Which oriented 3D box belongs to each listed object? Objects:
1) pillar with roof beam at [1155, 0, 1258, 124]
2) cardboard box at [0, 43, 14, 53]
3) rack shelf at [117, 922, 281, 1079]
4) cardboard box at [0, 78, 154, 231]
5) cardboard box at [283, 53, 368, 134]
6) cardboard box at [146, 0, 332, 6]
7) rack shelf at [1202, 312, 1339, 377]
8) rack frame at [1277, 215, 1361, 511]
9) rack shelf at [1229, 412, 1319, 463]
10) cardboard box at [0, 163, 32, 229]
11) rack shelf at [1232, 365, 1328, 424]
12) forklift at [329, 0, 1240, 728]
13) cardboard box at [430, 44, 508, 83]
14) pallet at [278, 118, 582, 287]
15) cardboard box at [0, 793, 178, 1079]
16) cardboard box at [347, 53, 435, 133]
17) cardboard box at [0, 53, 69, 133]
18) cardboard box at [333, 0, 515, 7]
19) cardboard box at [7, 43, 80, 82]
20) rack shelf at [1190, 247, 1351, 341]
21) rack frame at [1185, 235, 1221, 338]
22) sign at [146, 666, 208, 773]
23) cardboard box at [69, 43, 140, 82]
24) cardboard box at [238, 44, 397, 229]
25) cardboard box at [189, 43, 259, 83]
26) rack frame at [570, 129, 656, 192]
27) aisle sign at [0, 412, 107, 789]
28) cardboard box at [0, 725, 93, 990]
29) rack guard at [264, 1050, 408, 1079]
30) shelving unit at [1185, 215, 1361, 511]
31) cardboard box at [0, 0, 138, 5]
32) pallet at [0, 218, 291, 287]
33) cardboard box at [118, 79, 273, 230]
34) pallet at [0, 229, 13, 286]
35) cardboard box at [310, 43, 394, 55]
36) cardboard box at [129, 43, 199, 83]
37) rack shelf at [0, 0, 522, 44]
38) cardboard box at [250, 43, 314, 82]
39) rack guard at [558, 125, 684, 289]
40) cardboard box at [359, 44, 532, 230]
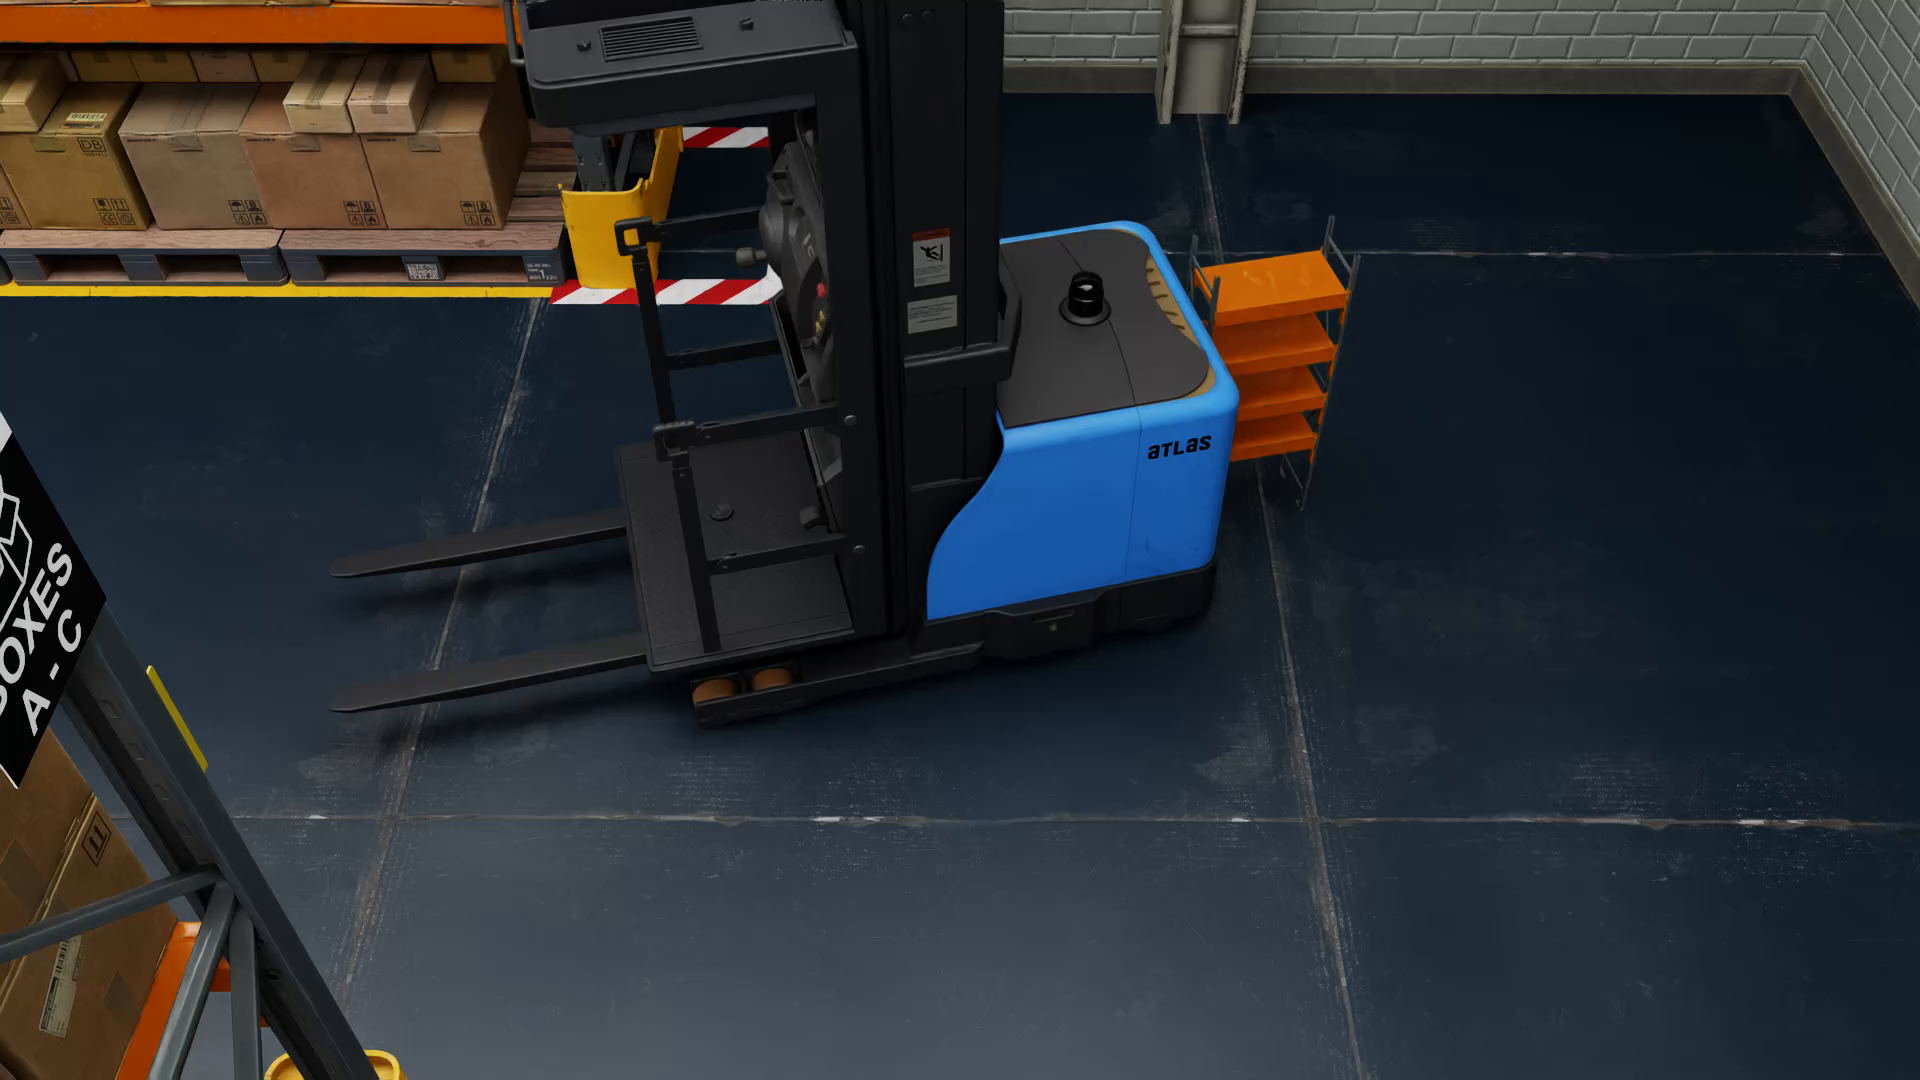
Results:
[{"bbox_3d":[1.159,-2.068,2.027,0.400,9.000,9.100,0,47,0],"label":"pillar with roof beam"},{"bbox_3d":[-4.135,-2.141,7.171,0.250,0.149,0.380,-1,47,-1],"label":"cardboard box"},{"bbox_3d":[-3.543,1.317,3.467,4.000,0.370,1.077,0,47,0],"label":"rack shelf"},{"bbox_3d":[-3.766,-1.767,7.267,0.500,0.500,0.700,1,47,1],"label":"cardboard box"},{"bbox_3d":[-2.614,-1.857,6.907,0.250,0.149,0.380,1,47,1],"label":"cardboard box"},{"bbox_3d":[-2.766,-2.639,6.452,0.700,0.700,0.980,0,47,0],"label":"cardboard box"},{"bbox_3d":[1.046,-0.672,5.839,0.480,0.148,0.258,-10,48,-9],"label":"rack shelf"},{"bbox_3d":[1.282,-0.606,5.994,0.015,1.200,0.240,-10,48,-9],"label":"rack frame"},{"bbox_3d":[1.043,-0.383,6.148,0.480,0.148,0.258,-10,48,-9],"label":"rack shelf"},{"bbox_3d":[-4.279,-1.771,7.270,0.500,0.500,0.700,0,47,0],"label":"cardboard box"},{"bbox_3d":[1.045,-0.519,6.003,0.480,0.148,0.258,-10,48,-9],"label":"rack shelf"},{"bbox_3d":[-0.673,-0.798,4.991,3.031,2.935,1.130,-10,48,-10],"label":"forklift"},{"bbox_3d":[-2.103,-2.136,7.167,0.250,0.149,0.380,0,47,0],"label":"cardboard box"},{"bbox_3d":[-2.329,-1.544,7.543,1.213,0.211,1.003,0,47,0],"label":"pallet"},{"bbox_3d":[-1.986,0.849,3.343,0.500,0.500,0.500,1,47,1],"label":"cardboard box"},{"bbox_3d":[-2.358,-1.857,6.907,0.250,0.149,0.380,0,47,0],"label":"cardboard box"},{"bbox_3d":[-3.917,-1.860,6.909,0.250,0.149,0.380,-1,47,-1],"label":"cardboard box"},{"bbox_3d":[-2.039,-2.645,6.458,0.700,0.700,0.980,2,47,2],"label":"cardboard box"},{"bbox_3d":[-3.882,-2.140,7.170,0.250,0.149,0.380,1,47,1],"label":"cardboard box"},{"bbox_3d":[1.048,-0.833,5.666,0.480,0.148,0.258,-10,48,-9],"label":"rack shelf"},{"bbox_3d":[0.808,-0.524,5.914,0.015,1.200,0.240,-10,48,-9],"label":"rack frame"},{"bbox_3d":[-1.542,0.385,3.251,0.005,0.325,0.100,0,47,0],"label":"sign"},{"bbox_3d":[-3.624,-2.139,7.170,0.250,0.149,0.380,-1,47,-1],"label":"cardboard box"},{"bbox_3d":[-2.729,-1.771,7.270,0.500,0.500,0.700,0,47,0],"label":"cardboard box"},{"bbox_3d":[-3.115,-2.138,7.169,0.250,0.149,0.380,1,47,1],"label":"cardboard box"},{"bbox_3d":[-1.529,-2.549,6.573,0.127,3.000,1.000,0,47,0],"label":"rack frame"},{"bbox_3d":[-1.474,-0.024,2.447,0.004,0.787,0.394,0,47,0],"label":"aisle sign"},{"bbox_3d":[-1.986,0.508,2.977,0.500,0.500,0.500,1,47,1],"label":"cardboard box"},{"bbox_3d":[-1.619,1.928,4.114,0.348,0.500,1.175,0,47,0],"label":"rack guard"},{"bbox_3d":[1.045,-0.565,5.954,0.503,1.200,0.258,-10,48,-9],"label":"shelving unit"},{"bbox_3d":[-3.529,-2.648,6.461,0.700,0.700,0.980,-2,47,-2],"label":"cardboard box"},{"bbox_3d":[-3.545,-1.549,7.548,1.213,0.211,1.003,0,47,0],"label":"pallet"},{"bbox_3d":[-3.232,-1.771,7.270,0.500,0.500,0.700,-1,47,-1],"label":"cardboard box"},{"bbox_3d":[-4.769,-1.551,7.549,1.213,0.211,1.003,0,47,0],"label":"pallet"},{"bbox_3d":[-2.610,-2.137,7.168,0.250,0.149,0.380,0,47,0],"label":"cardboard box"},{"bbox_3d":[-3.371,-2.138,7.169,0.250,0.149,0.380,1,47,1],"label":"cardboard box"},{"bbox_3d":[-3.529,-2.309,6.842,4.000,0.370,1.077,0,47,0],"label":"rack shelf"},{"bbox_3d":[-2.860,-2.138,7.169,0.250,0.149,0.380,1,47,0],"label":"cardboard box"},{"bbox_3d":[-1.505,-1.697,7.488,0.348,0.500,1.175,0,47,0],"label":"rack guard"},{"bbox_3d":[-2.229,-1.769,7.268,0.500,0.500,0.700,0,47,0],"label":"cardboard box"}]
